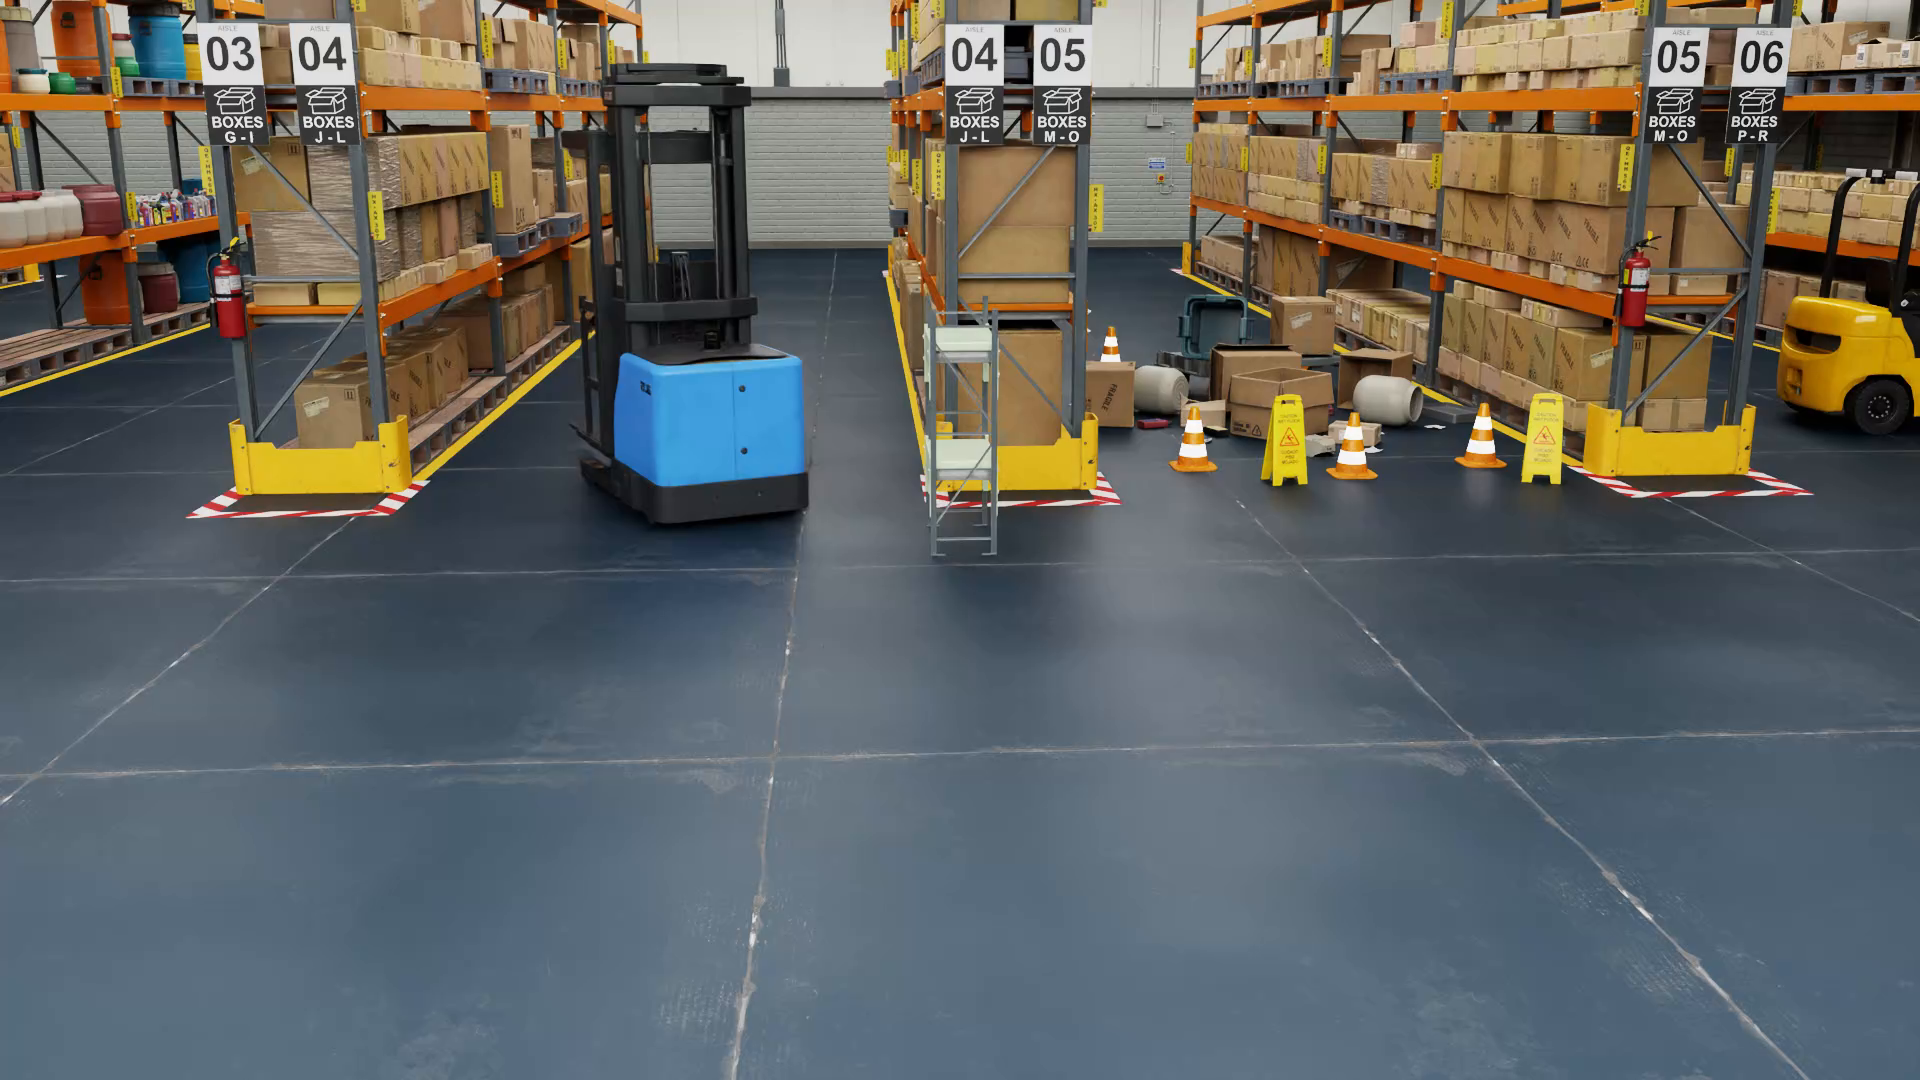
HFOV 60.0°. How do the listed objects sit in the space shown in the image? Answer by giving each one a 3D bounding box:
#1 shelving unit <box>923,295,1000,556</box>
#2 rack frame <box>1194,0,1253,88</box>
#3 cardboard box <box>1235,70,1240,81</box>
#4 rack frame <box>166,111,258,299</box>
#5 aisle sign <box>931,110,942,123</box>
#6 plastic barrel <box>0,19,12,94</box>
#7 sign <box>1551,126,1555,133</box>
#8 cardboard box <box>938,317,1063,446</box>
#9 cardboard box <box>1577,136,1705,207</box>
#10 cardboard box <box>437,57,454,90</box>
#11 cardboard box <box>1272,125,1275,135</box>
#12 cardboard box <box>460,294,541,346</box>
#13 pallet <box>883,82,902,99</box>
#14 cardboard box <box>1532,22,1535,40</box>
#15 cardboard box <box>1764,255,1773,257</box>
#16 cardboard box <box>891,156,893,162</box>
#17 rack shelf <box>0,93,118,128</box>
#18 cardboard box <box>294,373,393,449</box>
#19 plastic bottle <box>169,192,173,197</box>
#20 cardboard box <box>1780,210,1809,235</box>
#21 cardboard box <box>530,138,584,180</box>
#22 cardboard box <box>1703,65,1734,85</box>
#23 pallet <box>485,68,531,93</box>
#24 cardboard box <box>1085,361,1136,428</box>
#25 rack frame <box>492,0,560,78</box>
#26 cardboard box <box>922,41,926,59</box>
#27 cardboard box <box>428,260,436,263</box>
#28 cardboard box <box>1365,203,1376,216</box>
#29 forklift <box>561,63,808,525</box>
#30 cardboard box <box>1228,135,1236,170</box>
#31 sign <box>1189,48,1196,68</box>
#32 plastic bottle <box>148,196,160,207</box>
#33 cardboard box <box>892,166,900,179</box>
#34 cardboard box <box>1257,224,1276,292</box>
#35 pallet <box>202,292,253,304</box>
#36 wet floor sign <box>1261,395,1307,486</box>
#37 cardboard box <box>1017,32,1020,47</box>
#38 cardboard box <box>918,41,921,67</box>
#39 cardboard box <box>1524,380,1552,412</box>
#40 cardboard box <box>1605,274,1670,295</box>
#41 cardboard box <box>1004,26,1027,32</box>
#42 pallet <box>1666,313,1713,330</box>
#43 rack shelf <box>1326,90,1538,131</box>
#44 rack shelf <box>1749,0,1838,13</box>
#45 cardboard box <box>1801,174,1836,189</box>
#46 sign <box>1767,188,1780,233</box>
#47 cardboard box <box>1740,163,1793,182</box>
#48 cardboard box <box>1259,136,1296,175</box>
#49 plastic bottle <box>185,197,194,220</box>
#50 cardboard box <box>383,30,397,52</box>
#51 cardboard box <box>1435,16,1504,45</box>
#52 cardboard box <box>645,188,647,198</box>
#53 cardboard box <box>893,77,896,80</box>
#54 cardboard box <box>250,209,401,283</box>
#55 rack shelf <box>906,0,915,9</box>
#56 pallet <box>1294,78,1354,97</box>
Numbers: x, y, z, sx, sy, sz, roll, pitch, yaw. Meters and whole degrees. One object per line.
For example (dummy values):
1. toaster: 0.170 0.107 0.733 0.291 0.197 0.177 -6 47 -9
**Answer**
1. shelving unit: 0.000 -0.725 10.333 0.431 1.500 0.755 -1 14 -3
2. rack frame: 4.338 -8.842 26.834 1.000 3.000 0.127 -1 14 -3
3. cardboard box: 4.210 -6.745 24.162 0.380 0.149 0.250 -1 14 -2
4. rack frame: -10.249 -4.713 22.823 1.000 3.000 0.127 -1 14 -3
5. aisle sign: -0.301 -7.117 26.952 0.394 0.787 0.004 -1 14 -3
6. plastic barrel: -10.126 -5.008 17.091 0.600 0.830 0.708 -1 14 -3
7. sign: 9.847 -6.732 27.713 0.100 0.325 0.005 -1 14 -3
8. cardboard box: 0.287 -1.198 12.585 0.875 0.875 0.875 -1 14 -3
9. cardboard box: 5.080 -2.758 12.423 0.700 0.500 0.500 -1 14 -5
10. cardboard box: -4.462 -3.814 13.610 0.500 0.250 0.500 -1 14 -4
11. cardboard box: 4.341 -5.928 24.037 0.380 0.149 0.250 -1 14 -2
12. cardboard box: -4.907 -2.352 17.781 0.700 0.500 0.500 0 14 1
13. pallet: -0.417 -6.047 22.367 1.213 0.211 1.003 -1 14 -3
14. cardboard box: 4.954 -4.201 13.719 0.380 0.149 0.250 -1 14 -2
15. cardboard box: 10.077 -3.533 21.110 0.380 0.149 0.250 0 14 -2
16. cardboard box: -0.844 -5.912 26.687 0.500 0.500 0.500 0 14 -1
17. rack shelf: -9.877 -4.325 16.740 1.077 0.370 4.000 -1 14 -3
18. cardboard box: -4.584 -0.953 12.385 0.500 0.500 0.500 2 15 7
19. plastic bottle: -10.652 -4.559 22.458 0.061 0.283 0.133 -1 14 -3
20. cardboard box: 9.636 -3.585 18.741 0.500 0.250 0.500 -1 14 -5
21. cardboard box: -5.172 -4.840 21.102 0.797 0.503 0.637 0 14 -2
22. cardboard box: 5.633 -3.376 12.114 0.380 0.149 0.250 -1 14 -3
23. pallet: -4.742 -4.317 15.641 1.213 0.211 1.003 -1 14 -3
24. cardboard box: 1.268 -1.272 14.460 0.500 0.500 0.500 2 15 6
25. rack frame: -5.057 -6.700 18.507 1.000 3.000 0.127 -1 14 -3
26. cardboard box: -0.122 -4.149 14.075 0.380 0.149 0.250 -1 14 -4
27. cardboard box: -4.486 -2.192 13.532 0.380 0.149 0.250 -1 14 -3
28. cardboard box: 4.712 -3.678 18.464 0.380 0.149 0.250 0 14 0
29. forklift: -2.129 -1.841 11.800 1.130 2.935 3.031 -7 16 -26
30. cardboard box: 4.258 -5.714 24.509 0.500 0.500 0.500 -1 14 -4
31. sign: 3.784 -7.844 27.061 0.100 0.325 0.005 -1 14 -3
32. plastic bottle: -10.391 -4.304 21.483 0.152 0.276 0.135 -1 14 -3
33. cardboard box: -0.667 -4.652 21.055 0.380 0.149 0.250 0 14 -1
34. cardboard box: 4.704 -3.964 23.333 0.875 0.875 0.875 0 14 -2
35. pallet: -10.242 -3.170 22.422 1.003 0.211 1.213 -1 14 -3
36. wet floor sign: 2.373 -0.739 12.105 0.267 0.644 0.232 -3 15 -13
37. cardboard box: 0.631 -3.780 12.641 0.380 0.149 0.250 -1 14 -3
38. cardboard box: -0.149 -4.787 16.348 0.500 0.250 0.500 -1 14 -4
39. cardboard box: 4.986 -1.155 13.673 0.500 0.250 0.500 -1 14 -3
40. cardboard box: 5.093 -1.926 12.496 0.380 0.149 0.250 0 14 -2
41. cardboard box: 0.589 -3.882 12.237 0.500 0.250 0.500 -1 14 -4
42. pallet: 9.779 -2.861 21.222 1.003 0.211 1.213 -1 14 -3
43. rack shelf: 4.957 -4.554 17.631 1.077 0.370 4.000 -1 14 -3
44. rack shelf: 9.911 -5.891 17.609 1.077 0.370 4.000 -1 14 -3
45. cardboard box: 9.604 -3.983 18.484 0.380 0.149 0.250 -1 14 -2
46. sign: 5.871 -2.386 12.041 0.100 0.325 0.005 -1 14 -3
47. cardboard box: 9.912 -4.407 20.592 0.500 0.500 0.500 0 14 -1
48. cardboard box: 4.385 -5.235 22.645 0.500 0.500 0.500 -1 14 -4
49. plastic bottle: -9.765 -4.199 21.061 0.061 0.283 0.133 -1 14 -3
50. cardboard box: -4.352 -3.646 12.157 0.380 0.149 0.250 0 14 -1
51. cardboard box: 4.918 -4.920 16.065 0.500 0.250 0.500 -1 14 -2
52. cardboard box: -5.185 -5.514 26.443 0.380 0.149 0.250 -1 14 -3
53. cardboard box: -0.743 -6.963 24.847 0.500 0.250 0.500 -1 14 -6
54. cardboard box: -4.568 -2.135 12.005 0.875 0.500 0.500 -1 14 -3
55. rack shelf: 0.023 -5.712 16.913 1.077 0.370 4.000 -1 14 -3
56. pallet: 4.741 -5.468 20.118 1.213 0.211 1.003 0 14 -1
